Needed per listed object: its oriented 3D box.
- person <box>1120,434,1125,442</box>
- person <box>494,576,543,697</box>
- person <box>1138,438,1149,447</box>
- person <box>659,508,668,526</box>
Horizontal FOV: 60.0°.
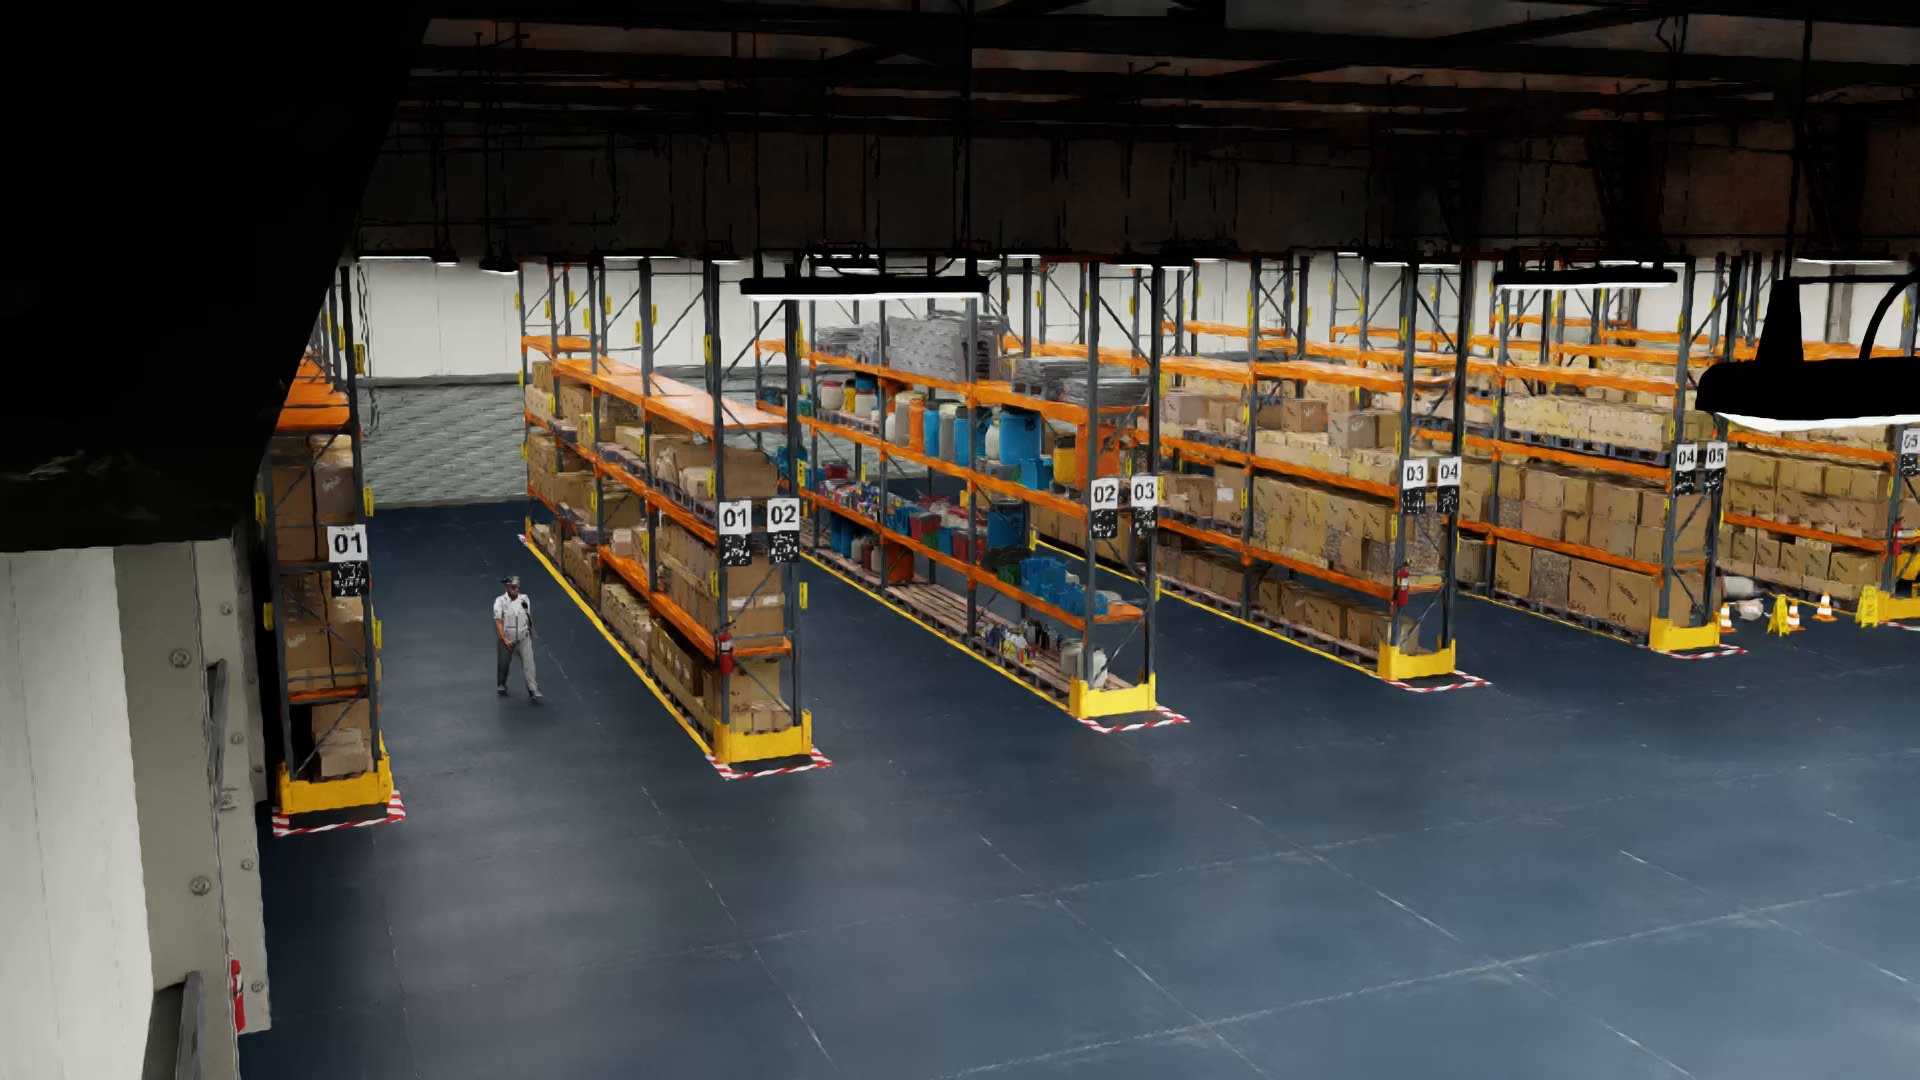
[{"bbox_3d":[3.908,-1.879,40.697,0.486,1.629,0.878,0,10,1],"label":"person"},{"bbox_3d":[-6.176,1.317,23.009,0.536,1.707,1.036,-6,12,-30],"label":"person"},{"bbox_3d":[4.985,-2.496,43.673,0.704,1.779,0.458,7,13,34],"label":"person"},{"bbox_3d":[-5.555,-0.284,31.811,0.555,1.725,1.029,-5,11,-23],"label":"person"}]
